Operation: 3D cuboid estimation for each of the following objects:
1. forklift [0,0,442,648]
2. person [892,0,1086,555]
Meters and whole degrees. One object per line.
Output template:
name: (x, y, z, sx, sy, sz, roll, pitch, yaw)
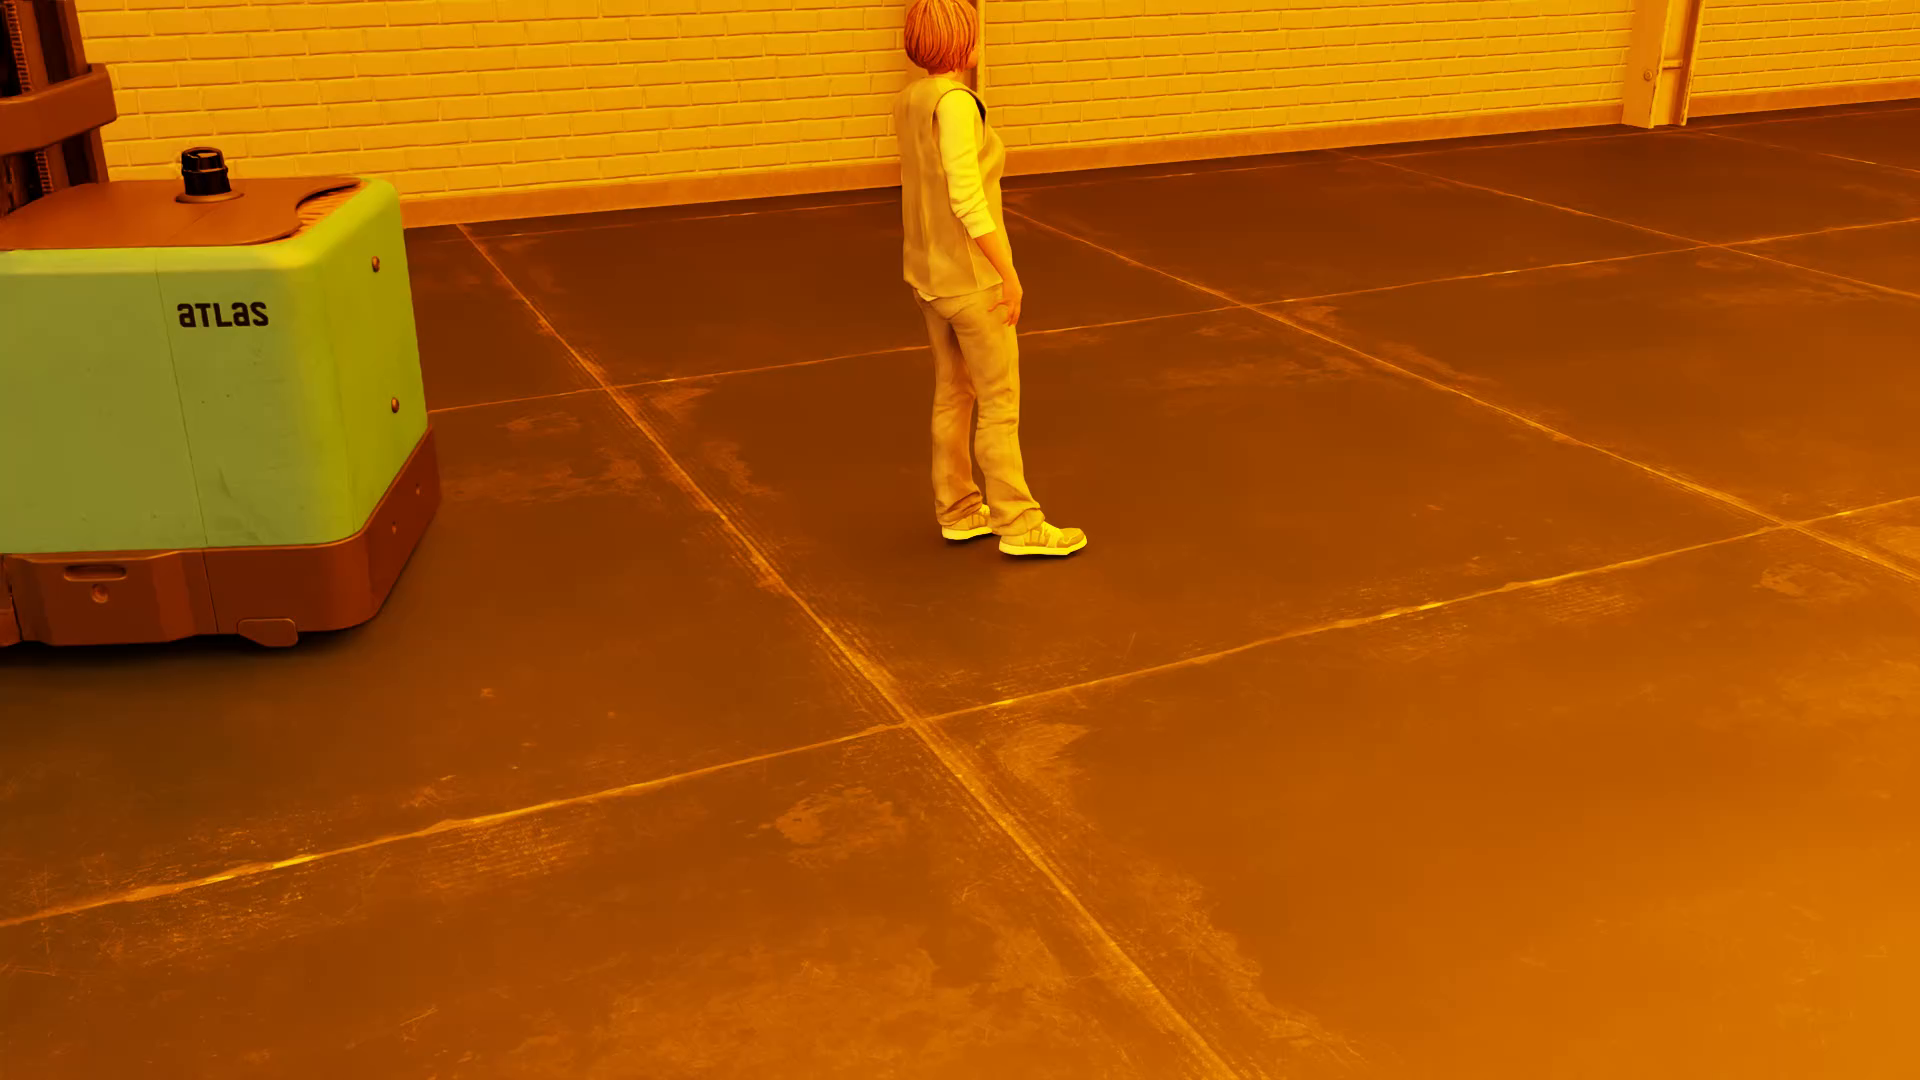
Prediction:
forklift: (-3.103, -1.205, 4.186, 3.031, 2.935, 1.130, -2, 23, -4)
person: (0.074, -0.752, 4.815, 0.473, 1.599, 0.520, -10, 25, -23)
